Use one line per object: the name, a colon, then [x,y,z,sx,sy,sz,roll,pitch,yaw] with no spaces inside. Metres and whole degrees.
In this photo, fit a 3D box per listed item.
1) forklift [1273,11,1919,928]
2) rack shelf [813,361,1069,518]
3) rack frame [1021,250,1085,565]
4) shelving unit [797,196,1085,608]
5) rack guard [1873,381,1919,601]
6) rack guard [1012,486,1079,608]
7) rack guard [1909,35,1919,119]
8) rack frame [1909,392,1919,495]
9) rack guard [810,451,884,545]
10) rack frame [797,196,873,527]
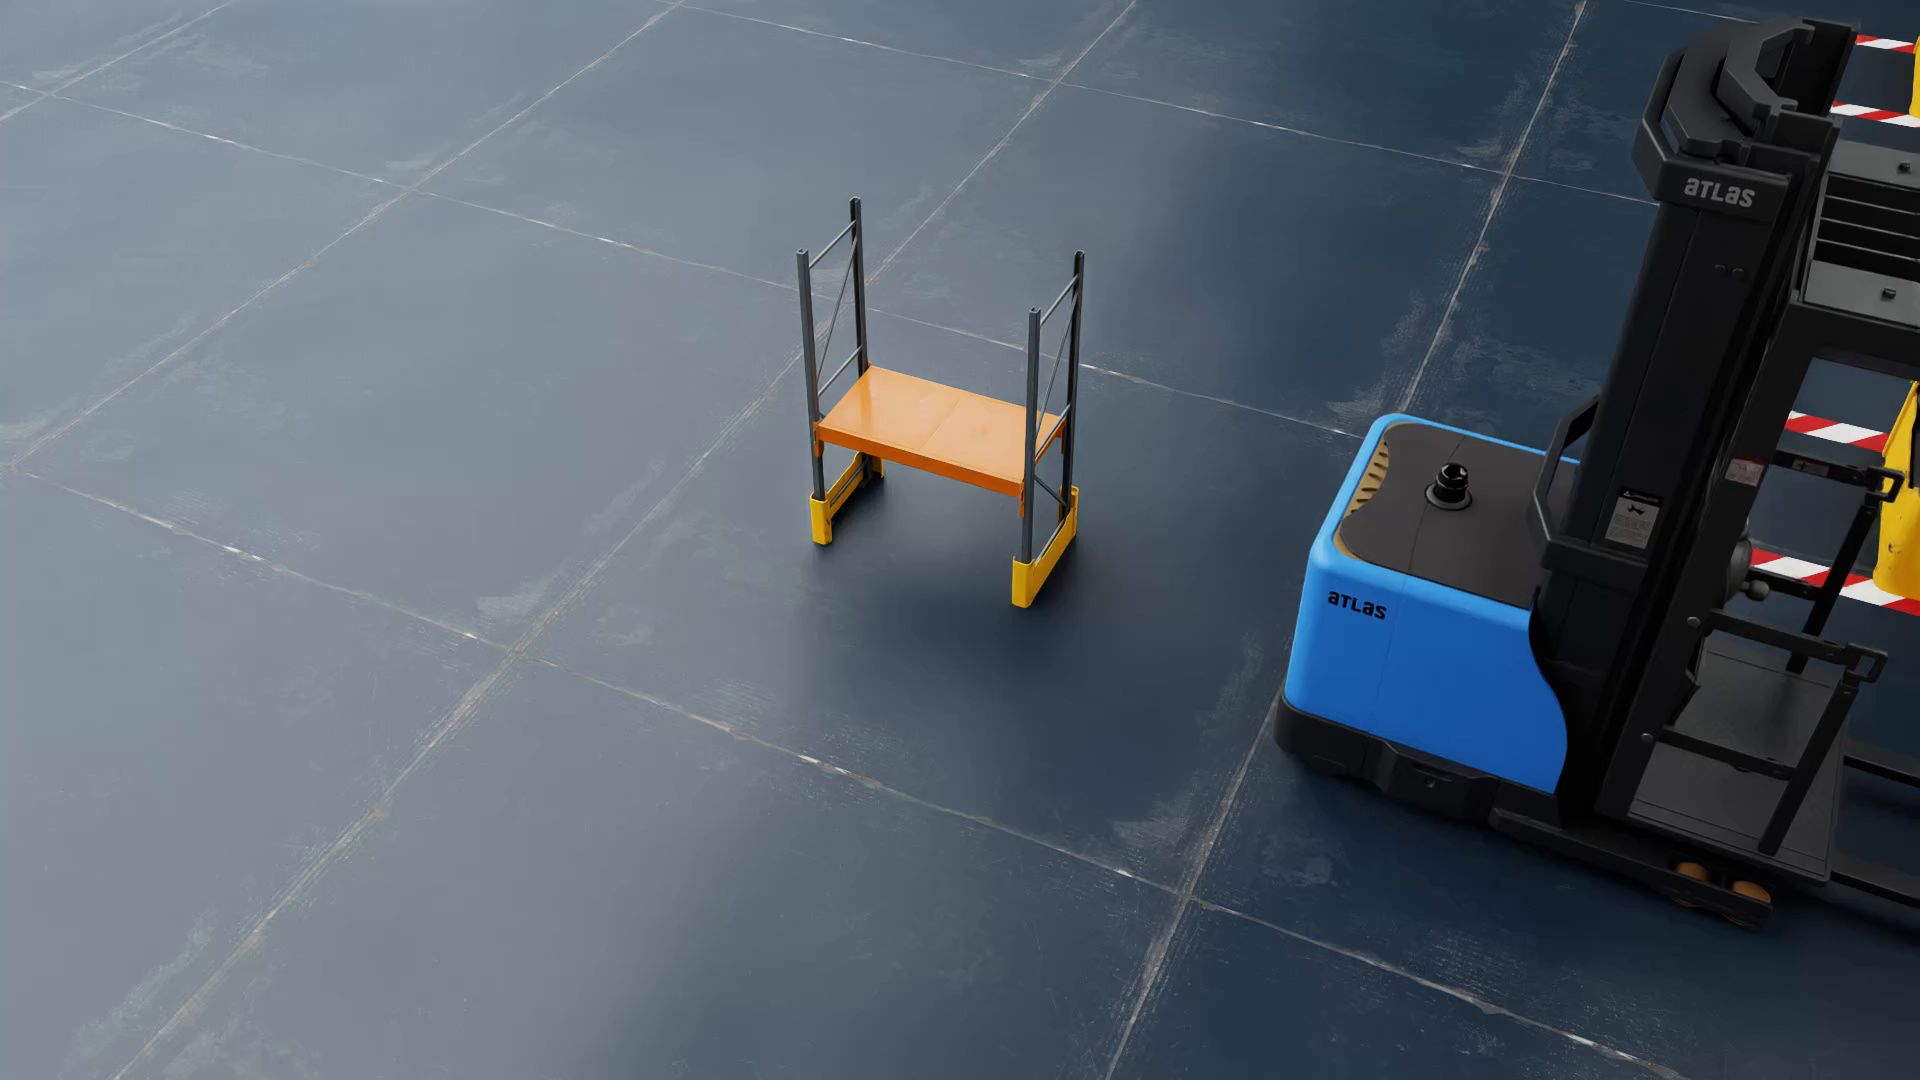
forklift: [2.803,-0.112,5.525,3.031,2.935,1.130,18,44,19]
rack shelf: [-0.077,-0.454,7.288,1.000,0.185,0.538,17,44,19]
rack frame: [0.383,-0.450,7.008,0.032,1.500,0.500,17,44,19]
shelving unit: [-0.069,-0.588,7.167,1.083,1.500,0.587,17,44,19]
rack guard: [4.456,-0.273,7.567,0.348,0.500,1.175,17,44,19]
rack guard: [0.382,0.022,7.417,0.087,0.250,0.587,17,44,19]
rack guard: [6.570,-3.241,10.991,0.348,0.500,1.175,17,44,19]
rack frame: [4.387,-1.238,6.773,0.127,3.000,1.000,17,44,19]
rack guard: [-0.520,-0.253,7.736,0.087,0.250,0.587,17,44,19]
rack frame: [-0.538,-0.731,7.332,0.032,1.500,0.500,17,44,19]
